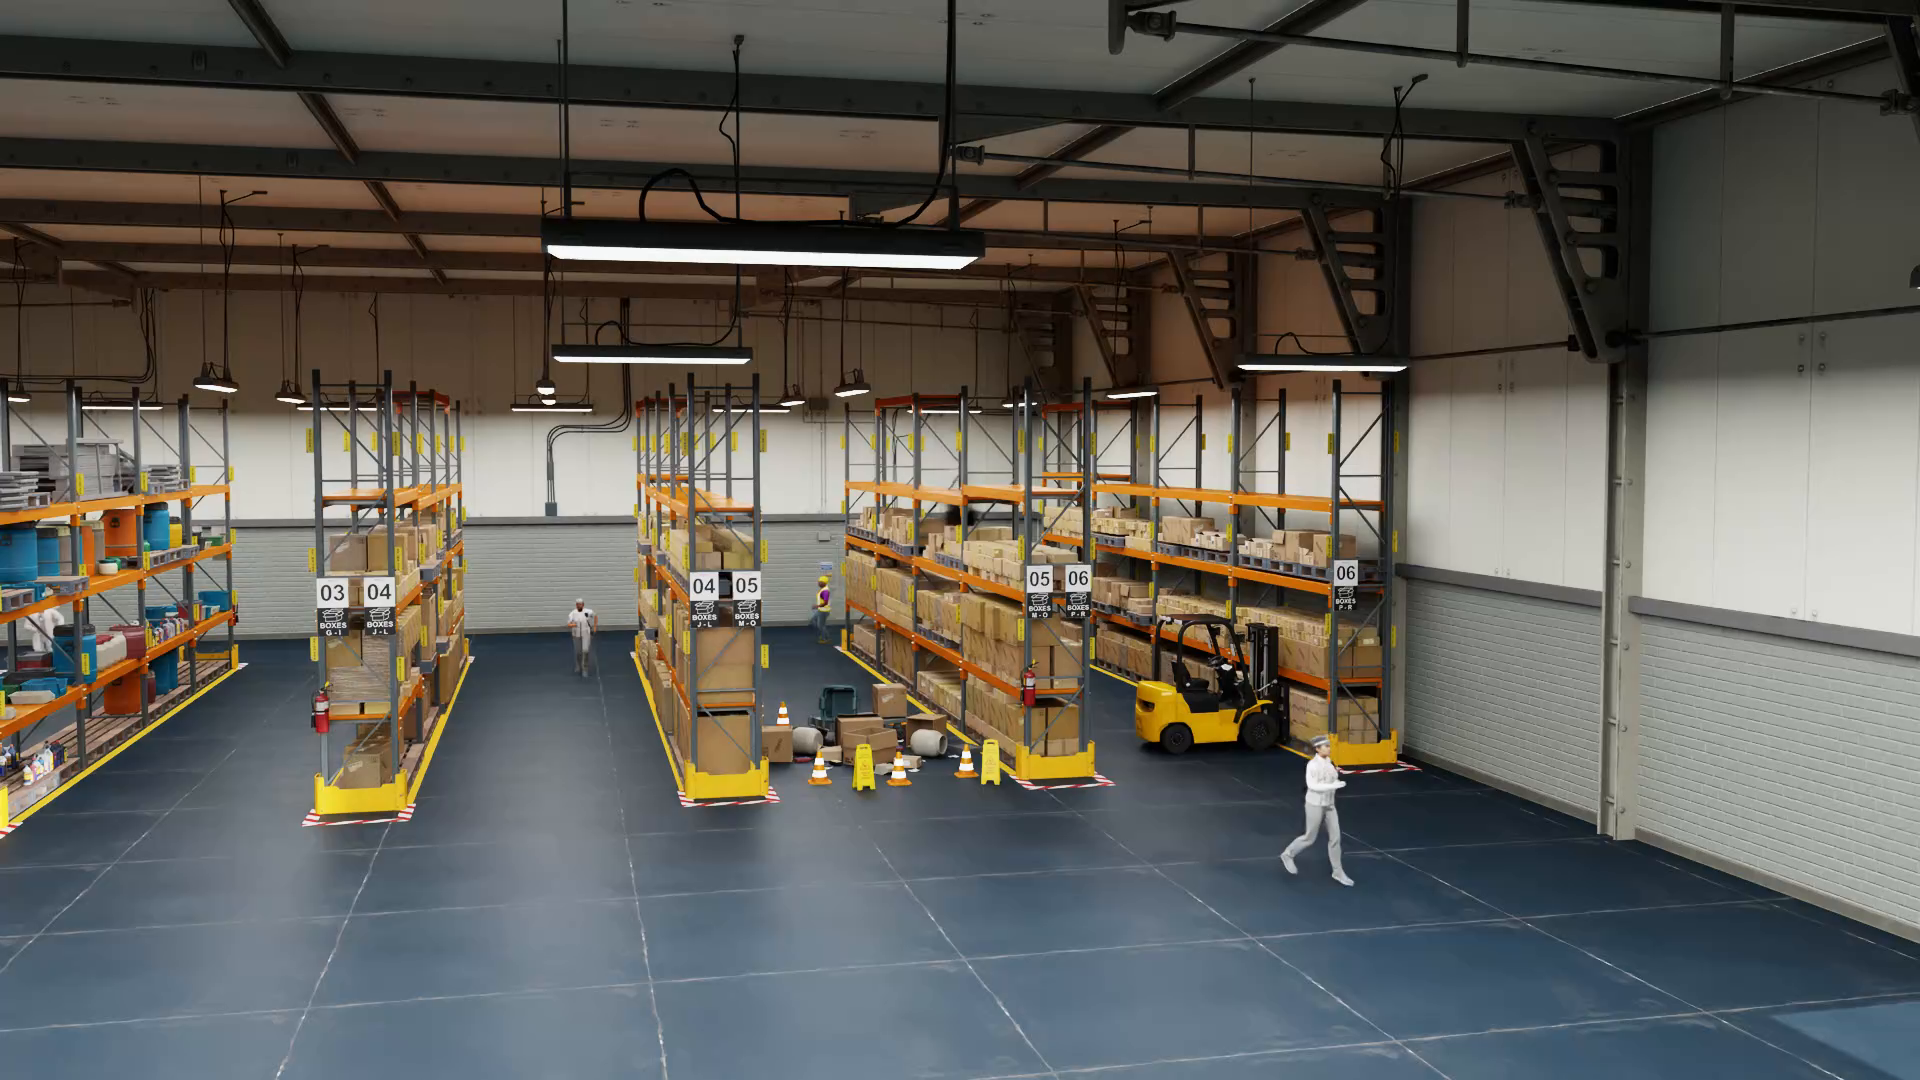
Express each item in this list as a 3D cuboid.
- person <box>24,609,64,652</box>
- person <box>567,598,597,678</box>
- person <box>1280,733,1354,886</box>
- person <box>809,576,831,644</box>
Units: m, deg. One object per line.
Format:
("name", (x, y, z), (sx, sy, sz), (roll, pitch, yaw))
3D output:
("person", (-19.416, 2.097, 35.236), (0.705, 1.728, 0.626), (-1, 3, -19))
("person", (-8.164, 2.106, 35.962), (0.608, 1.711, 0.875), (0, 3, -4))
("person", (4.085, 3.036, 18.965), (0.897, 1.701, 0.638), (3, 4, 41))
("person", (-3.460, 1.750, 41.534), (0.585, 1.711, 0.721), (-1, 3, -16))
